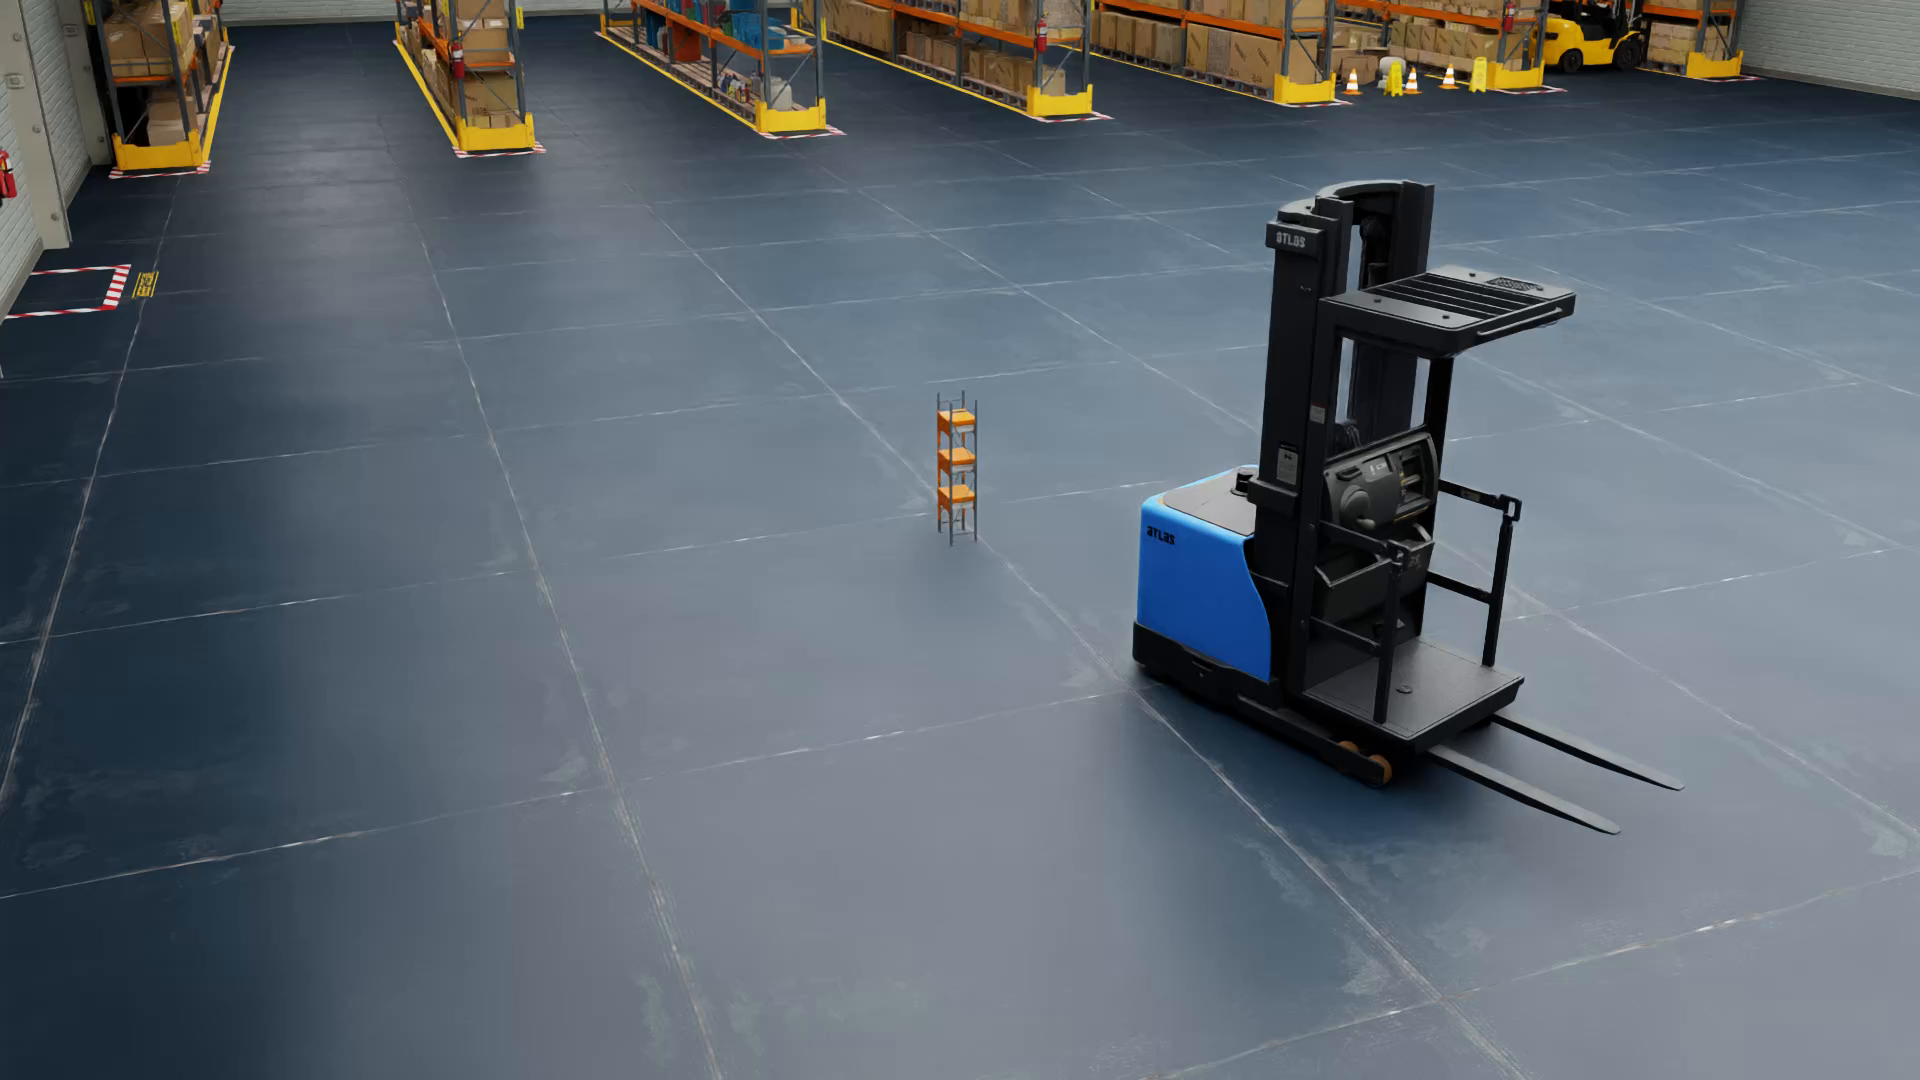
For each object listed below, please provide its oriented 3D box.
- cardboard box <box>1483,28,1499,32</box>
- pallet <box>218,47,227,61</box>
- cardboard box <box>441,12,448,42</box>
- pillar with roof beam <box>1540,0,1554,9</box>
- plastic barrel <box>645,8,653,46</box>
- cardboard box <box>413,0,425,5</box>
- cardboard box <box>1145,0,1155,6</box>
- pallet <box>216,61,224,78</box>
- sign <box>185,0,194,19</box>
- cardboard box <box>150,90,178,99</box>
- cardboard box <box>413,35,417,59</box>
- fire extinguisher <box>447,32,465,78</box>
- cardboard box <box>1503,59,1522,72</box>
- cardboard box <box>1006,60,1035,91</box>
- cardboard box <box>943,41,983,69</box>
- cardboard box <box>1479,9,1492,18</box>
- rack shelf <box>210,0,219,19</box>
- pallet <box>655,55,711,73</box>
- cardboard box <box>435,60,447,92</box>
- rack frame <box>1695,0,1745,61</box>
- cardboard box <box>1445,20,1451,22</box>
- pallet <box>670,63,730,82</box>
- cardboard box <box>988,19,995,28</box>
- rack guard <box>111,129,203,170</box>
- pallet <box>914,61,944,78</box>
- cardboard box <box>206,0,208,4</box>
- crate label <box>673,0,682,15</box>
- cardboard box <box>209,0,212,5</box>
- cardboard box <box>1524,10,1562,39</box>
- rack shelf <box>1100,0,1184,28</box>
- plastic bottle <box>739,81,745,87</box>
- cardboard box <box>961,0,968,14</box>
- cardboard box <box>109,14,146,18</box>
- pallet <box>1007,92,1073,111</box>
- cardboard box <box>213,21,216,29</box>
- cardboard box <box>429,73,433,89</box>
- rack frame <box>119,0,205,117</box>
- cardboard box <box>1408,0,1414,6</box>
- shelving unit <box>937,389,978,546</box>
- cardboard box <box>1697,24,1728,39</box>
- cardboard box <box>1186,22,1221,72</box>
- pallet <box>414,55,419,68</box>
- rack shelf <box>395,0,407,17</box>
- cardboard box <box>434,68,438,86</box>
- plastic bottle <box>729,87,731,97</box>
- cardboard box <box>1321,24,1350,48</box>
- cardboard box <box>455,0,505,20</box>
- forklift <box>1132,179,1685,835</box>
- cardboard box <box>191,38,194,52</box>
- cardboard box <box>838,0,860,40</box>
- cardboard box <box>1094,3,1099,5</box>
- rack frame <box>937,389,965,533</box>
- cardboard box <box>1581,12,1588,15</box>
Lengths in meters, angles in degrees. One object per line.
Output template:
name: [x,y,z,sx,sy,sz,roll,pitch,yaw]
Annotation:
cardboard box: [10.870,-10.221,34.173,0.500,0.500,0.500,-9,25,-21]
pallet: [-16.948,-10.828,37.168,1.003,0.211,1.213,-8,24,-19]
cardboard box: [-8.696,-9.042,29.212,0.700,0.500,0.500,-9,24,-20]
pillar with roof beam: [10.187,-15.833,37.729,9.100,9.000,0.400,-8,24,-19]
plastic barrel: [-6.873,-11.768,37.969,0.600,0.901,0.708,-8,24,-19]
cardboard box: [-10.600,-11.062,33.465,0.700,0.500,0.500,-18,29,-36]
cardboard box: [4.295,-11.724,35.575,0.500,0.500,0.500,-8,24,-18]
pallet: [-15.975,-9.827,34.793,1.003,0.211,1.213,-8,24,-19]
sign: [-12.987,-8.951,28.011,0.100,0.325,0.005,-8,24,-19]
cardboard box: [-13.088,-7.154,27.514,0.500,0.500,0.500,-10,25,-23]
cardboard box: [-11.373,-10.530,35.522,0.500,0.500,0.500,-8,24,-18]
fire extinguisher: [-7.838,-7.560,25.925,0.296,0.674,0.183,-8,24,-19]
cardboard box: [11.068,-9.678,33.849,0.500,0.250,0.500,-9,24,-19]
cardboard box: [1.172,-8.774,31.382,0.500,0.500,0.500,-6,24,-14]
cardboard box: [0.063,-9.967,34.187,0.700,0.500,0.500,-8,24,-19]
cardboard box: [10.569,-10.488,33.095,0.380,0.149,0.250,-9,24,-20]
rack shelf: [-17.024,-11.777,36.756,1.077,0.370,4.000,-8,24,-19]
pallet: [-5.954,-10.283,35.877,1.003,0.211,1.213,-8,24,-19]
cardboard box: [-8.988,-8.217,29.417,0.500,0.500,0.500,-8,24,-19]
rack frame: [15.737,-11.103,34.230,1.000,3.000,0.127,-8,24,-19]
cardboard box: [12.560,-13.175,41.825,0.500,0.500,0.500,-8,24,-17]
pallet: [-5.399,-9.716,34.530,1.003,0.211,1.213,-8,24,-19]
cardboard box: [0.747,-9.736,31.310,0.380,0.149,0.250,-8,24,-19]
rack guard: [-12.105,-5.897,25.098,1.175,0.500,0.348,-8,24,-19]
pallet: [-0.301,-9.956,35.099,1.003,0.211,1.213,-8,24,-19]
cardboard box: [-15.729,-11.257,34.059,0.500,0.500,0.500,-8,24,-19]
crate label: [-5.538,-10.906,33.718,0.502,0.435,0.616,-8,24,-19]
cardboard box: [-16.494,-11.719,35.307,0.980,0.700,0.700,-8,24,-18]
cardboard box: [13.862,-12.126,39.175,0.875,0.625,0.625,-9,24,-20]
rack shelf: [4.380,-11.553,36.224,1.077,0.370,4.000,-8,24,-19]
plastic bottle: [-3.980,-8.238,30.374,0.152,0.276,0.135,-8,24,-19]
cardboard box: [0.511,-10.525,32.348,0.875,0.500,0.500,-8,24,-19]
cardboard box: [-12.799,-7.821,25.646,0.500,0.500,0.500,-9,24,-20]
pallet: [1.543,-8.103,30.704,1.003,0.211,1.213,-8,24,-19]
cardboard box: [-16.621,-11.347,36.653,0.380,0.149,0.250,-9,24,-20]
cardboard box: [-9.813,-8.748,31.644,0.500,0.250,0.500,-8,24,-18]
rack frame: [-13.492,-8.475,27.996,1.000,3.000,0.127,-8,24,-19]
cardboard box: [9.753,-11.422,35.312,0.380,0.149,0.250,-8,24,-19]
shelving unit: [-0.019,-0.503,11.592,0.215,1.050,0.252,-8,24,-19]
cardboard box: [15.744,-10.690,34.964,0.500,0.250,0.500,-9,24,-20]
cardboard box: [5.243,-10.134,34.127,0.875,0.875,0.875,-8,24,-18]
pallet: [-11.362,-10.487,36.361,1.003,0.211,1.213,-8,24,-19]
rack shelf: [-12.391,-12.458,38.372,1.077,0.370,4.000,-8,24,-19]
cardboard box: [-9.270,-8.449,30.211,0.500,0.311,0.500,-8,24,-19]
plastic bottle: [-4.182,-8.223,30.433,0.097,0.201,0.097,0,23,0]
cardboard box: [8.027,-10.816,35.792,0.500,0.500,0.500,-8,24,-19]
cardboard box: [-7.617,-8.537,26.344,0.700,0.500,0.500,-8,24,-19]
forklift: [2.368,-0.282,8.644,1.130,2.935,3.031,-18,29,-37]
cardboard box: [-12.872,-8.102,27.279,0.500,0.250,0.500,-8,24,-19]
cardboard box: [-2.171,-12.405,39.516,1.225,0.875,0.875,-8,24,-19]
cardboard box: [3.314,-12.648,39.608,0.500,0.250,0.500,-8,24,-19]
rack frame: [-0.062,-0.548,11.697,0.200,1.050,0.008,-8,24,-19]
cardboard box: [14.201,-11.724,37.417,0.500,0.250,0.500,-9,24,-20]
